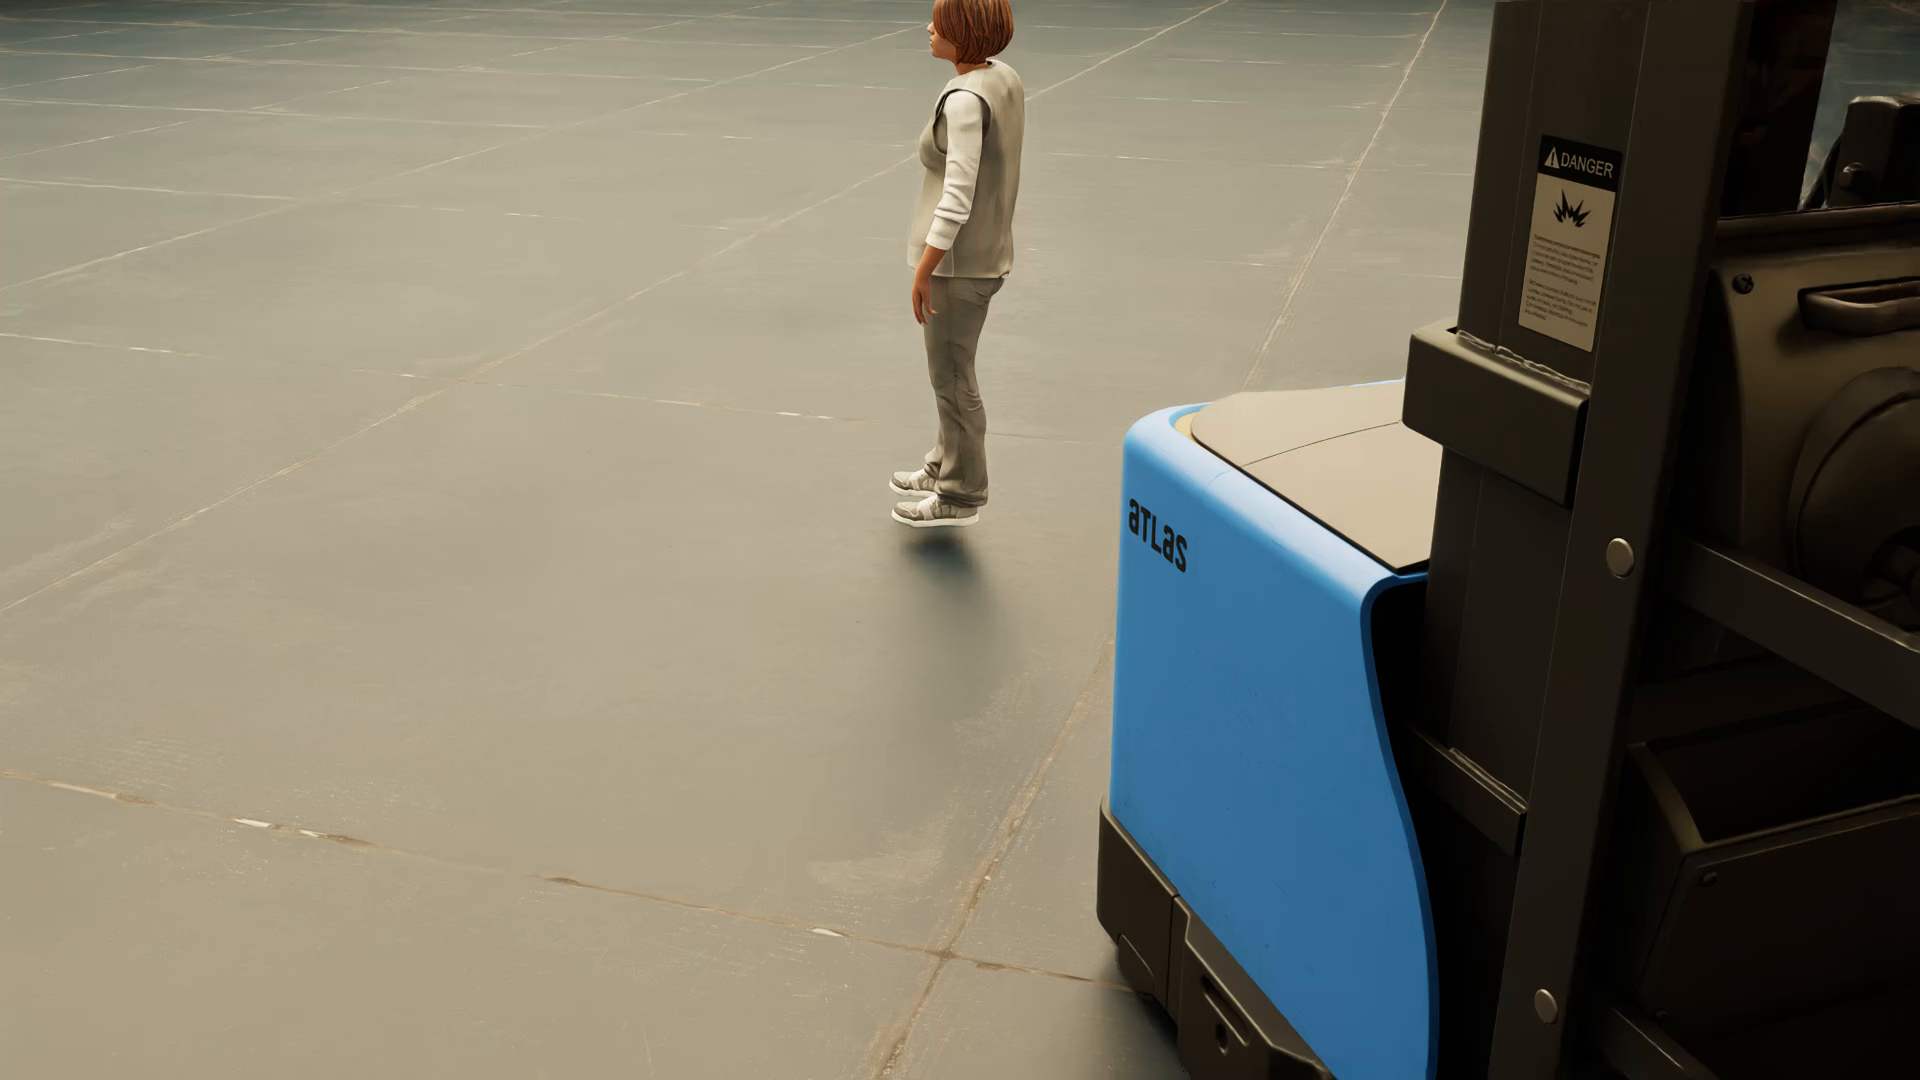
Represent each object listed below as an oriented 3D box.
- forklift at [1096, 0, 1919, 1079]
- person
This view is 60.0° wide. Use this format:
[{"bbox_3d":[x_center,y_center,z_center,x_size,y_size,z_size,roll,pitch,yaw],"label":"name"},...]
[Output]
[{"bbox_3d":[1.249,-0.122,1.575,1.130,2.935,3.031,-8,24,-19],"label":"forklift"},{"bbox_3d":[-0.066,-0.795,4.830,0.475,1.596,0.520,7,23,16],"label":"person"}]
